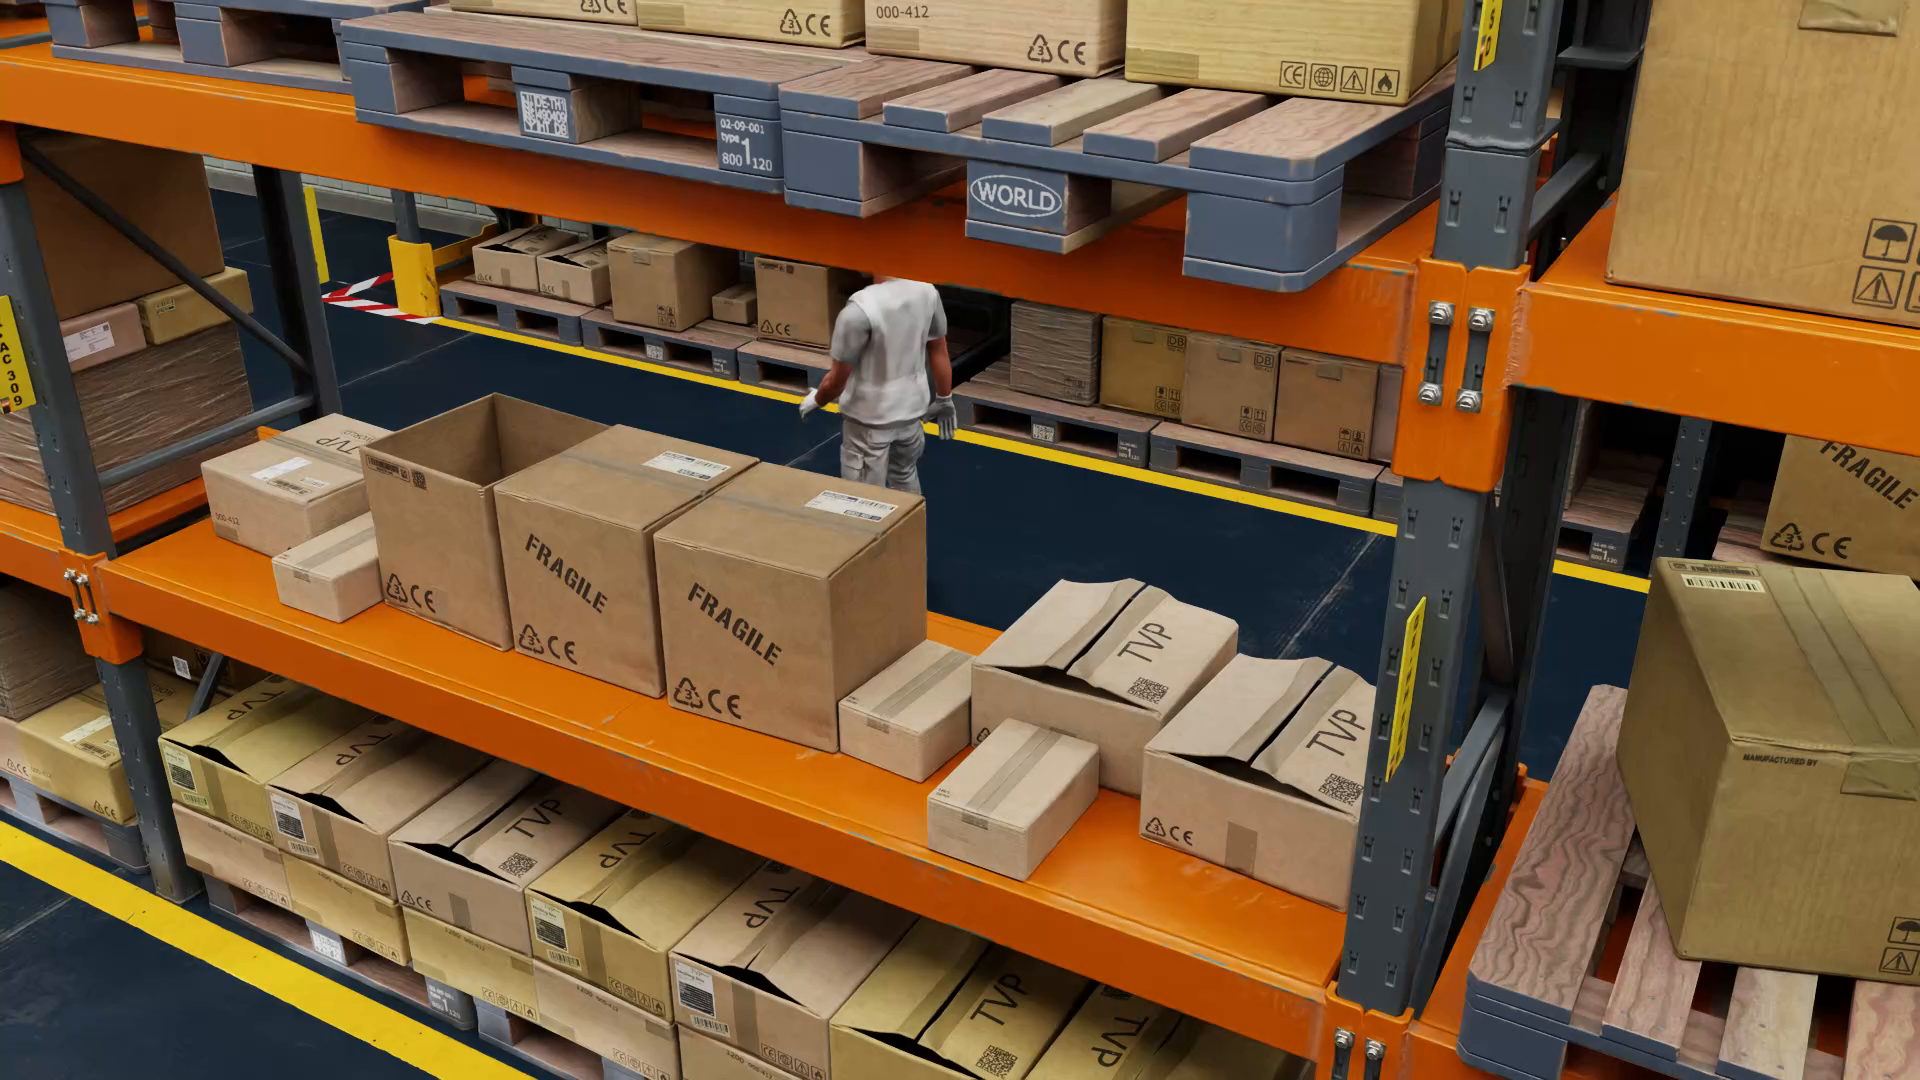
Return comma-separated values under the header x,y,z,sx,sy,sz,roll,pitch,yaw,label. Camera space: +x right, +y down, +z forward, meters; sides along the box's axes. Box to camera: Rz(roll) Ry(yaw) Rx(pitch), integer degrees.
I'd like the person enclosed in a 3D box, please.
x,y,z,sx,sy,sz,roll,pitch,yaw,label
-0.352,-0.607,7.292,0.740,1.767,0.719,-20,33,-35,person
